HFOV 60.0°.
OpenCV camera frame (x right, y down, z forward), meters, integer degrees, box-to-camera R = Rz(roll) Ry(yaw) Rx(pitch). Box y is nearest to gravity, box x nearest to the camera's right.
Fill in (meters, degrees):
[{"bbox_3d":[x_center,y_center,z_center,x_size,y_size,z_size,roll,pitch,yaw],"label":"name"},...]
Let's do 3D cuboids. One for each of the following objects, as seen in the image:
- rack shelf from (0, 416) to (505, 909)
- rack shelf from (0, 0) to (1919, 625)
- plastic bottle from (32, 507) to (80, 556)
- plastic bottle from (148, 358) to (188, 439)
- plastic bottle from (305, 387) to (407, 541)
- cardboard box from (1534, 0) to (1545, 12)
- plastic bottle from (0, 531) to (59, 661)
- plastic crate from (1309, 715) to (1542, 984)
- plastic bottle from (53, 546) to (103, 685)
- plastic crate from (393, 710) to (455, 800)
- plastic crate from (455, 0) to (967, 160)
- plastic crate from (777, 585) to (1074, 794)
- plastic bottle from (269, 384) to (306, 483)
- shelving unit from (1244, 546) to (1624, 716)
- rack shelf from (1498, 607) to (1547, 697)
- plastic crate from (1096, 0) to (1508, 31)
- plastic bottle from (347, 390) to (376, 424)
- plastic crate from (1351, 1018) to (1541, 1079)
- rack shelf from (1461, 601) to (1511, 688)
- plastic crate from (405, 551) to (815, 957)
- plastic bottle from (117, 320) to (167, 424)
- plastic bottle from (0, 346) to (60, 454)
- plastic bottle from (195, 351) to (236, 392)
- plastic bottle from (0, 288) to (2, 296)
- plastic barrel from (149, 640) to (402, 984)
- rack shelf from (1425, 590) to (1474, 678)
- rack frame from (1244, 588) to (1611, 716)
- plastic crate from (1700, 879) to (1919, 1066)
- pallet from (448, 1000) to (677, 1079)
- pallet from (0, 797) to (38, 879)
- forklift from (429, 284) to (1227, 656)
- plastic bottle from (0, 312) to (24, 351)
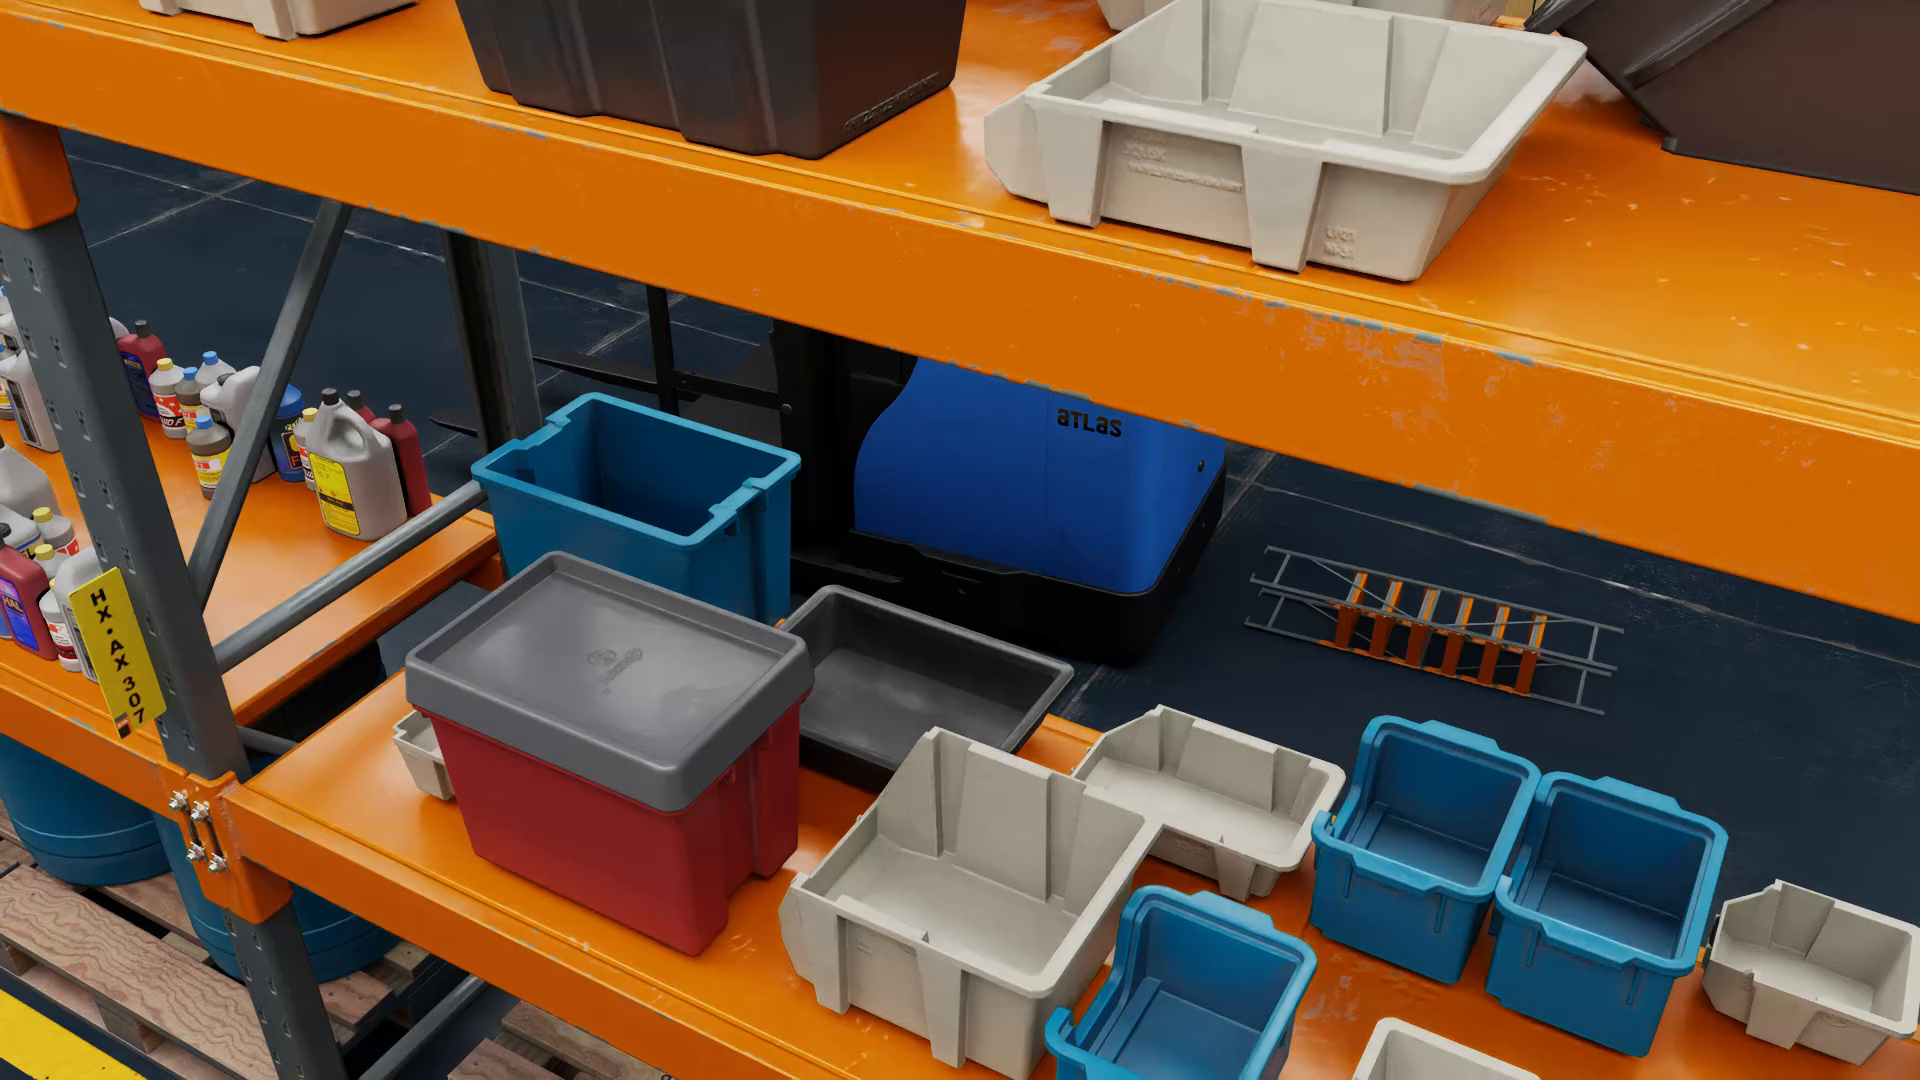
[{"bbox_3d":[-2.971,-0.194,4.484,4.000,0.370,1.077,18,37,24],"label":"rack shelf"},{"bbox_3d":[0.502,-0.342,2.000,4.000,0.370,1.077,18,37,24],"label":"rack shelf"},{"bbox_3d":[-2.009,0.021,3.691,0.097,0.201,0.097,0,34,0],"label":"plastic bottle"},{"bbox_3d":[-2.021,-0.370,4.279,0.097,0.201,0.097,0,34,0],"label":"plastic bottle"},{"bbox_3d":[-1.415,-0.186,3.868,0.185,0.351,0.144,18,37,24],"label":"plastic bottle"},{"bbox_3d":[2.413,-1.818,6.184,0.500,0.500,0.500,17,37,24],"label":"cardboard box"},{"bbox_3d":[-1.961,0.111,3.482,0.133,0.283,0.061,18,37,24],"label":"plastic bottle"},{"bbox_3d":[0.783,0.531,2.844,0.300,0.233,0.416,18,37,24],"label":"plastic crate"},{"bbox_3d":[-1.737,0.156,3.422,0.135,0.276,0.152,18,37,24],"label":"plastic bottle"},{"bbox_3d":[-0.901,0.339,3.219,0.243,0.136,0.396,18,37,24],"label":"plastic crate"},{"bbox_3d":[-0.292,-0.664,1.952,0.590,0.269,0.497,18,37,24],"label":"plastic crate"},{"bbox_3d":[-0.130,0.325,3.250,0.590,0.125,0.437,18,37,24],"label":"plastic crate"},{"bbox_3d":[-1.651,-0.282,4.083,0.097,0.271,0.097,0,34,0],"label":"plastic bottle"},{"bbox_3d":[1.586,0.295,5.630,1.200,0.189,0.258,14,36,19],"label":"shelving unit"},{"bbox_3d":[1.875,0.367,5.525,0.103,0.180,0.258,14,36,19],"label":"rack shelf"},{"bbox_3d":[0.467,-0.800,2.146,0.530,0.282,0.437,18,37,24],"label":"plastic crate"},{"bbox_3d":[-1.457,-0.237,4.005,0.133,0.283,0.061,18,37,24],"label":"plastic bottle"},{"bbox_3d":[0.676,0.881,2.405,0.250,0.136,0.298,18,37,24],"label":"plastic crate"},{"bbox_3d":[1.765,0.340,5.565,0.103,0.180,0.258,14,36,19],"label":"rack shelf"},{"bbox_3d":[-0.584,0.372,2.874,0.583,0.464,0.402,18,37,24],"label":"plastic crate"},{"bbox_3d":[-2.112,-0.445,4.317,0.133,0.283,0.061,18,37,24],"label":"plastic bottle"},{"bbox_3d":[-2.327,-0.383,4.231,0.135,0.276,0.152,18,37,24],"label":"plastic bottle"},{"bbox_3d":[-1.852,-0.346,4.179,0.097,0.271,0.097,0,34,0],"label":"plastic bottle"},{"bbox_3d":[-2.624,-0.590,4.546,0.097,0.271,0.097,0,34,0],"label":"plastic bottle"},{"bbox_3d":[-1.699,0.598,4.160,0.708,0.901,0.600,18,37,24],"label":"plastic barrel"},{"bbox_3d":[1.655,0.313,5.605,0.103,0.180,0.258,14,36,19],"label":"rack shelf"},{"bbox_3d":[1.585,0.371,5.681,1.200,0.006,0.240,14,36,19],"label":"rack frame"},{"bbox_3d":[1.361,0.701,2.675,0.298,0.136,0.250,18,37,24],"label":"plastic crate"},{"bbox_3d":[-0.577,1.401,3.955,1.213,0.211,1.003,18,37,24],"label":"pallet"},{"bbox_3d":[-2.947,0.650,5.083,1.213,0.211,1.003,18,37,24],"label":"pallet"},{"bbox_3d":[-0.579,-1.357,5.644,3.031,2.935,1.130,13,36,19],"label":"forklift"},{"bbox_3d":[-2.453,-0.520,4.437,0.135,0.276,0.152,18,37,24],"label":"plastic bottle"}]
